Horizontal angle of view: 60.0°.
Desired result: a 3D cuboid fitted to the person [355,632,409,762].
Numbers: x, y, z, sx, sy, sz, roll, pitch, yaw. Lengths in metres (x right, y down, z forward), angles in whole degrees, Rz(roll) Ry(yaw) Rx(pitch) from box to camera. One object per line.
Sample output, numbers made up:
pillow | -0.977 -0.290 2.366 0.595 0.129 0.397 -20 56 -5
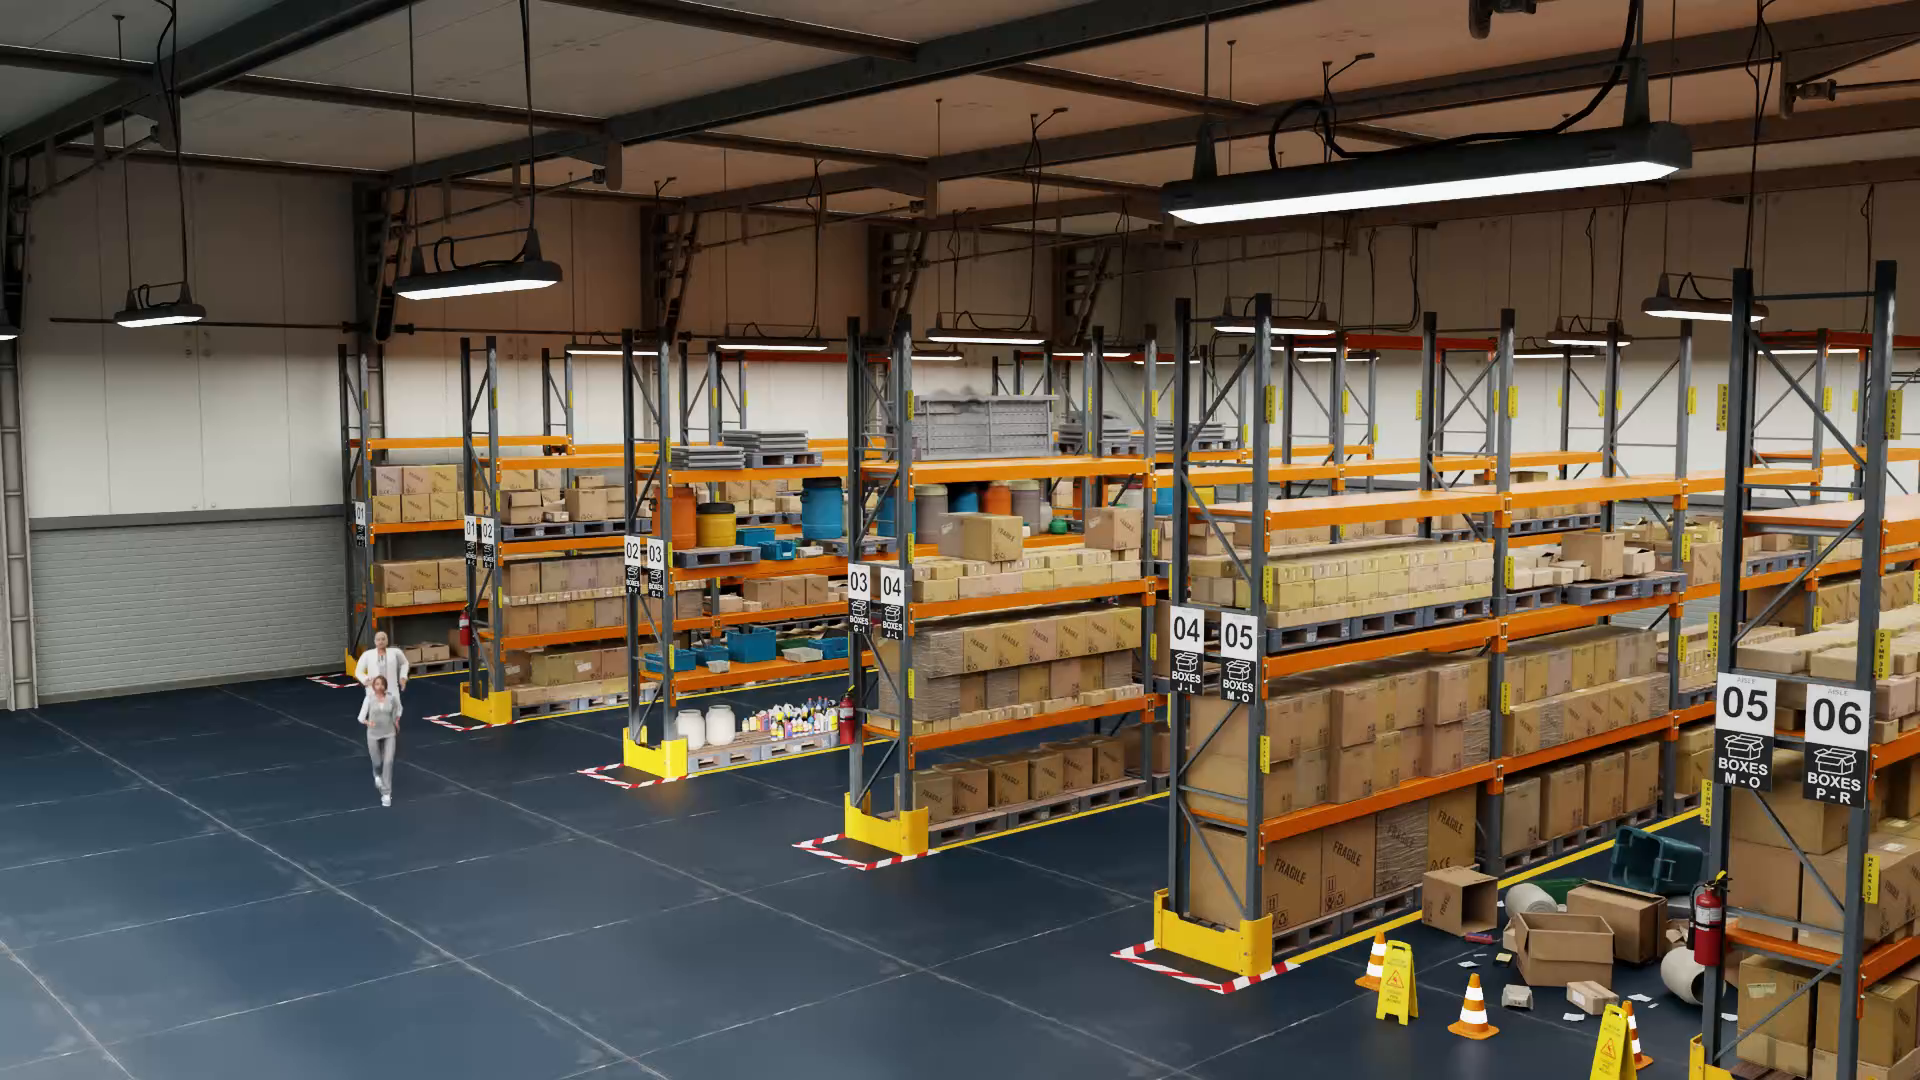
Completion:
person | -8.173 2.182 23.560 0.726 1.788 0.984 -2 5 -19

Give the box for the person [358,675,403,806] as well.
person | -7.285 2.487 20.942 0.540 1.593 0.872 -2 6 -22
